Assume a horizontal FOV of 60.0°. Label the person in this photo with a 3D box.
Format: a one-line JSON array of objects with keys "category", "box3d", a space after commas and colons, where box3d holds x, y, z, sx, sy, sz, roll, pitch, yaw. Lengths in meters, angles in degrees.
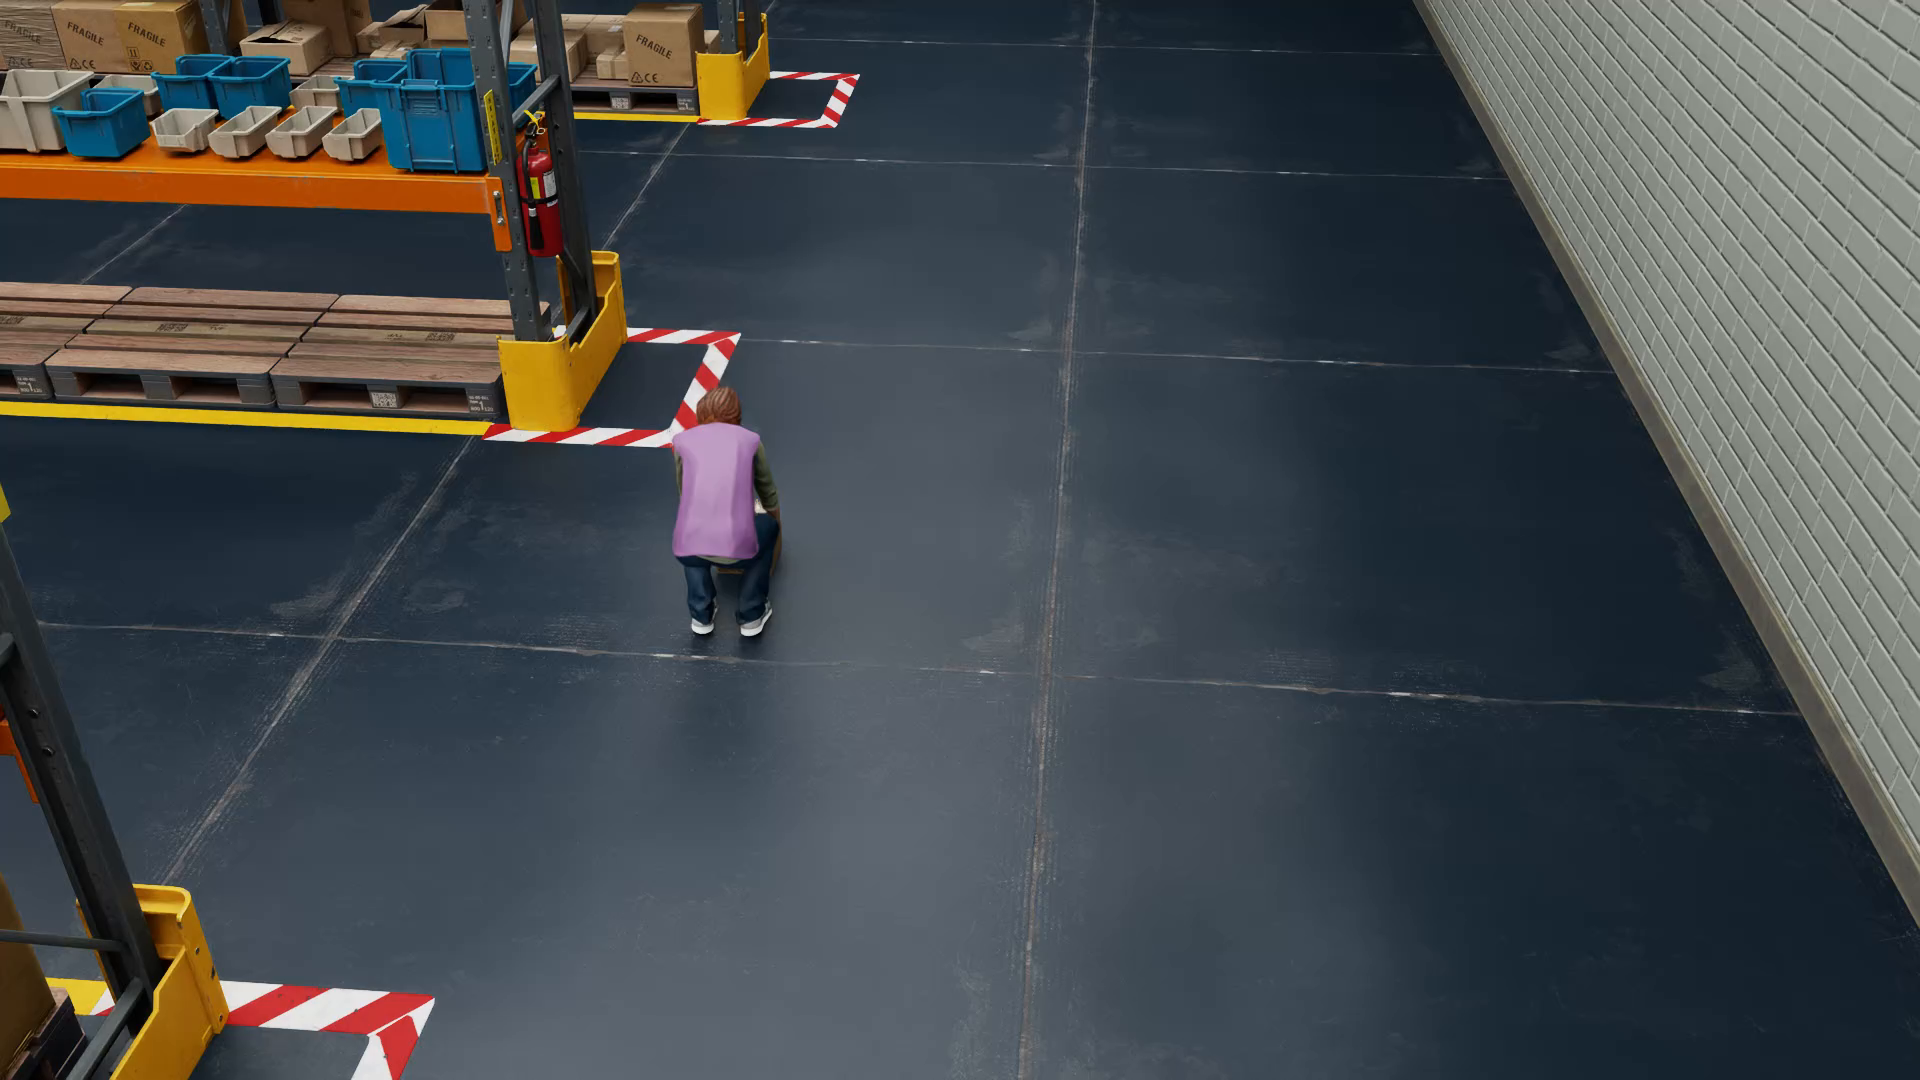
[{"category": "person", "box3d": [-0.994, -0.087, 6.939, 0.449, 0.898, 0.792, 2, 32, 4]}]
